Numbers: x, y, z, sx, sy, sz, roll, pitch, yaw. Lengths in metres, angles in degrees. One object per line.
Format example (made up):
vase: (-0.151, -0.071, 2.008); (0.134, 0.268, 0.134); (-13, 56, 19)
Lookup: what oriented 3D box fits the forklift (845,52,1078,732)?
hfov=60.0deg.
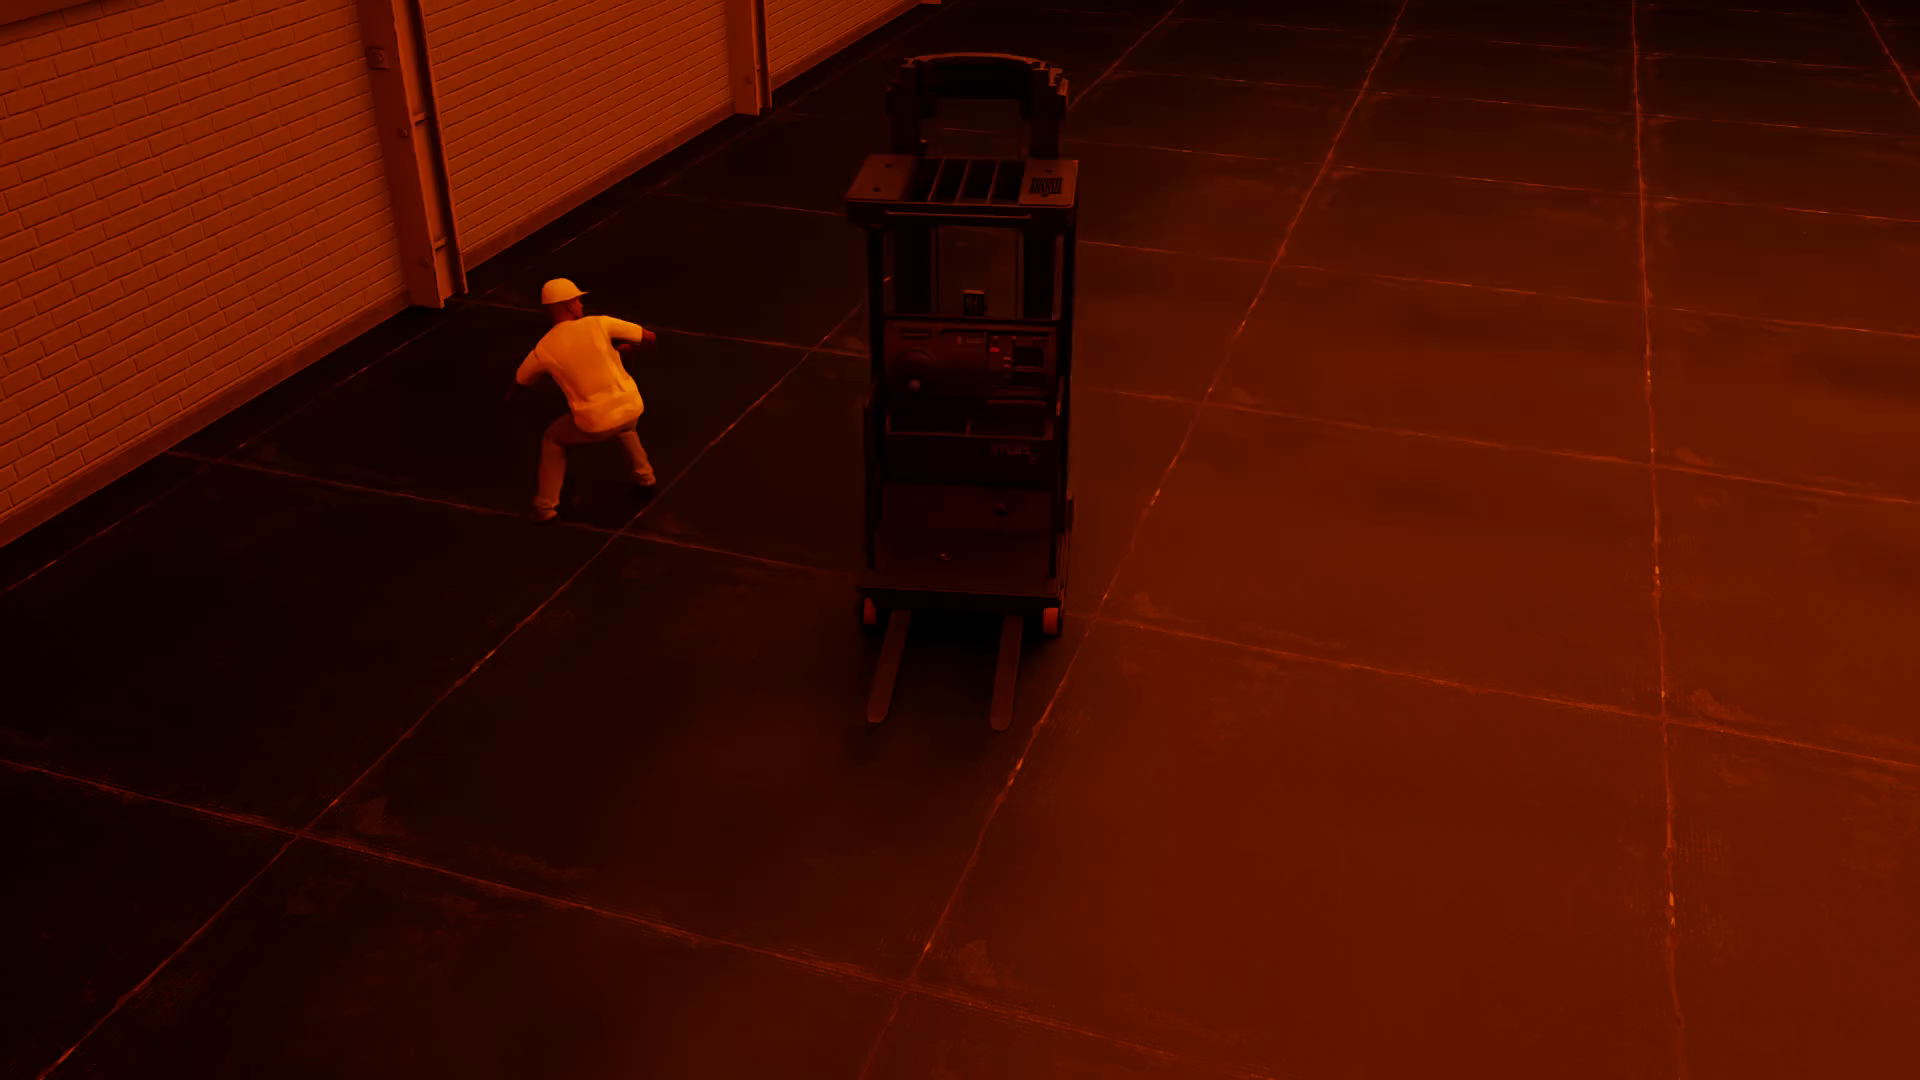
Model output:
forklift: (0.034, -0.920, 8.751); (1.130, 2.935, 3.031); (3, 30, 5)

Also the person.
person: (-2.314, -0.876, 10.180); (0.872, 1.520, 0.863); (-15, 33, -24)
